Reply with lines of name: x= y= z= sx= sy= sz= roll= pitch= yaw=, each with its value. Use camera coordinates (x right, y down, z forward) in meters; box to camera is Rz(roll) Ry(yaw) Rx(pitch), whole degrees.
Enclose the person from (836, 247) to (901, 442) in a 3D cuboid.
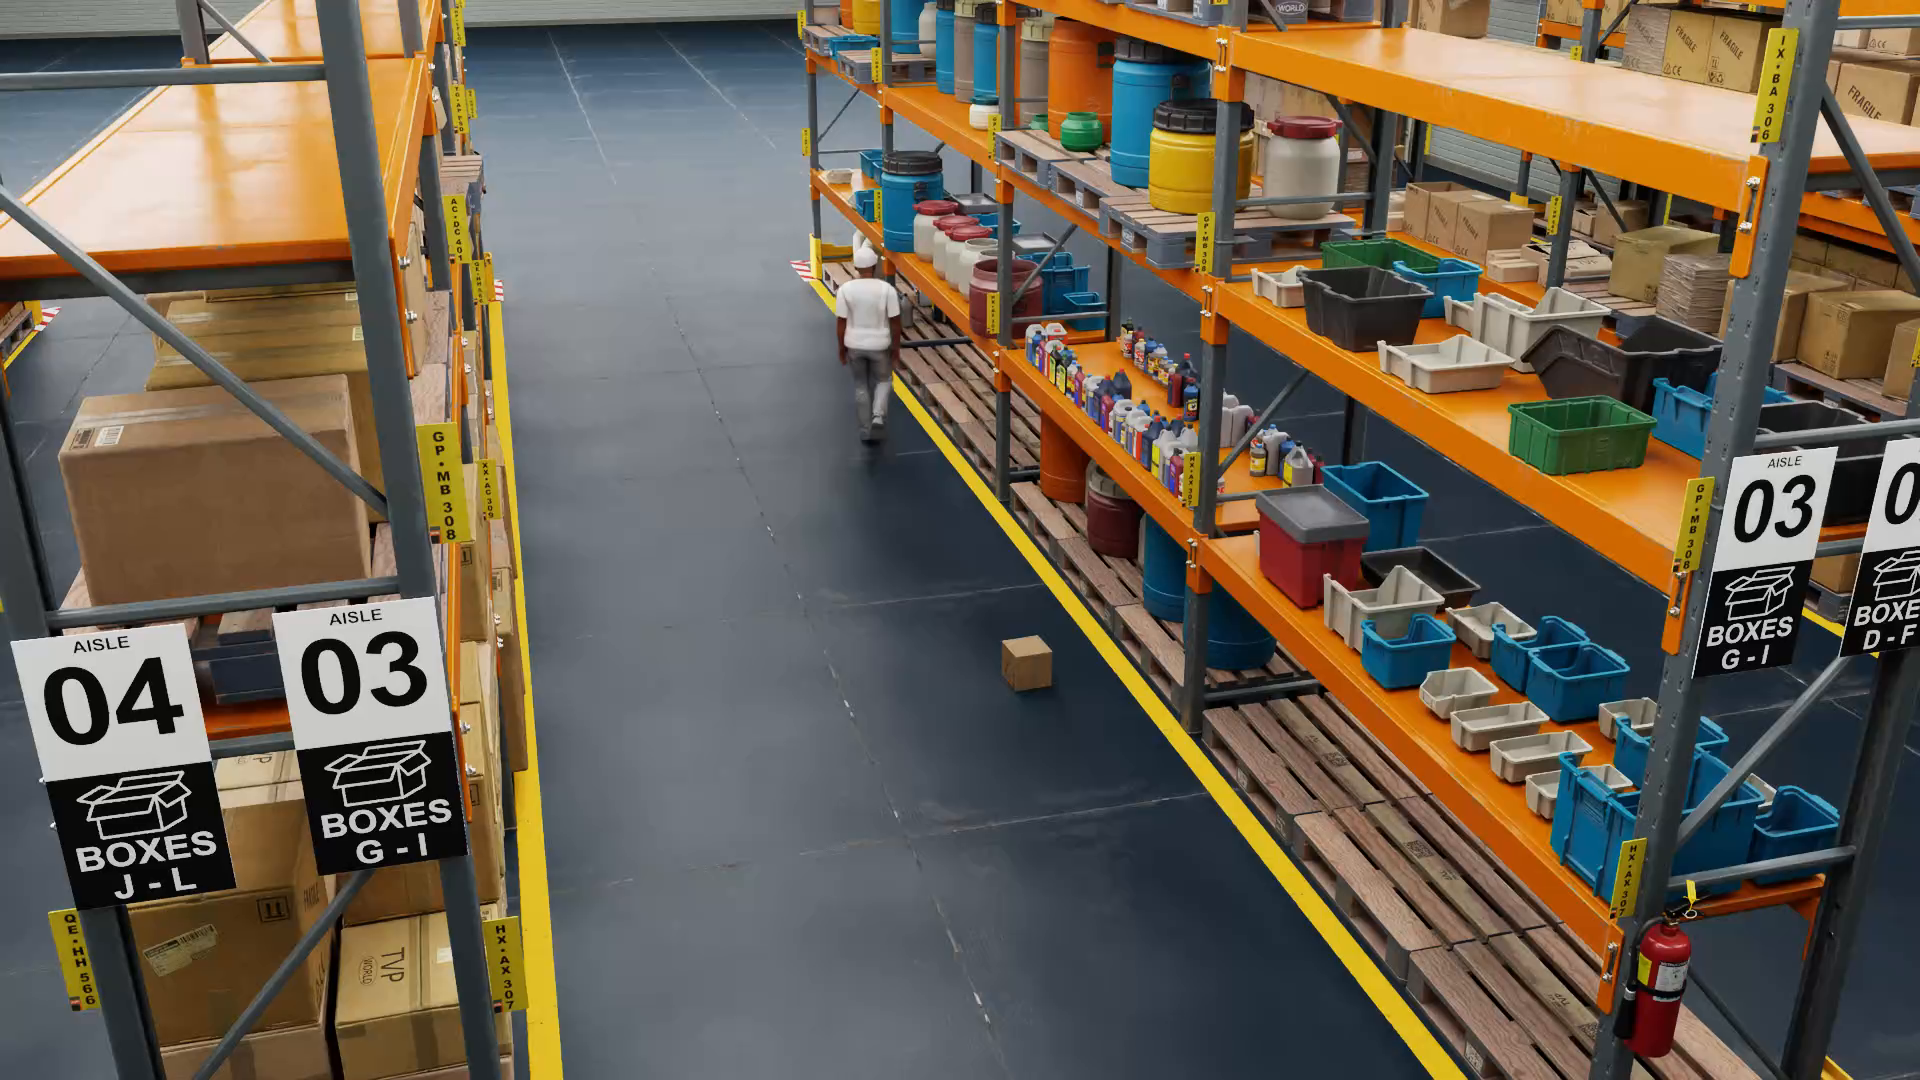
person: x=-0.799 y=-1.710 z=14.652 sx=0.570 sy=1.758 sz=0.587 roll=1 pitch=23 yaw=2
